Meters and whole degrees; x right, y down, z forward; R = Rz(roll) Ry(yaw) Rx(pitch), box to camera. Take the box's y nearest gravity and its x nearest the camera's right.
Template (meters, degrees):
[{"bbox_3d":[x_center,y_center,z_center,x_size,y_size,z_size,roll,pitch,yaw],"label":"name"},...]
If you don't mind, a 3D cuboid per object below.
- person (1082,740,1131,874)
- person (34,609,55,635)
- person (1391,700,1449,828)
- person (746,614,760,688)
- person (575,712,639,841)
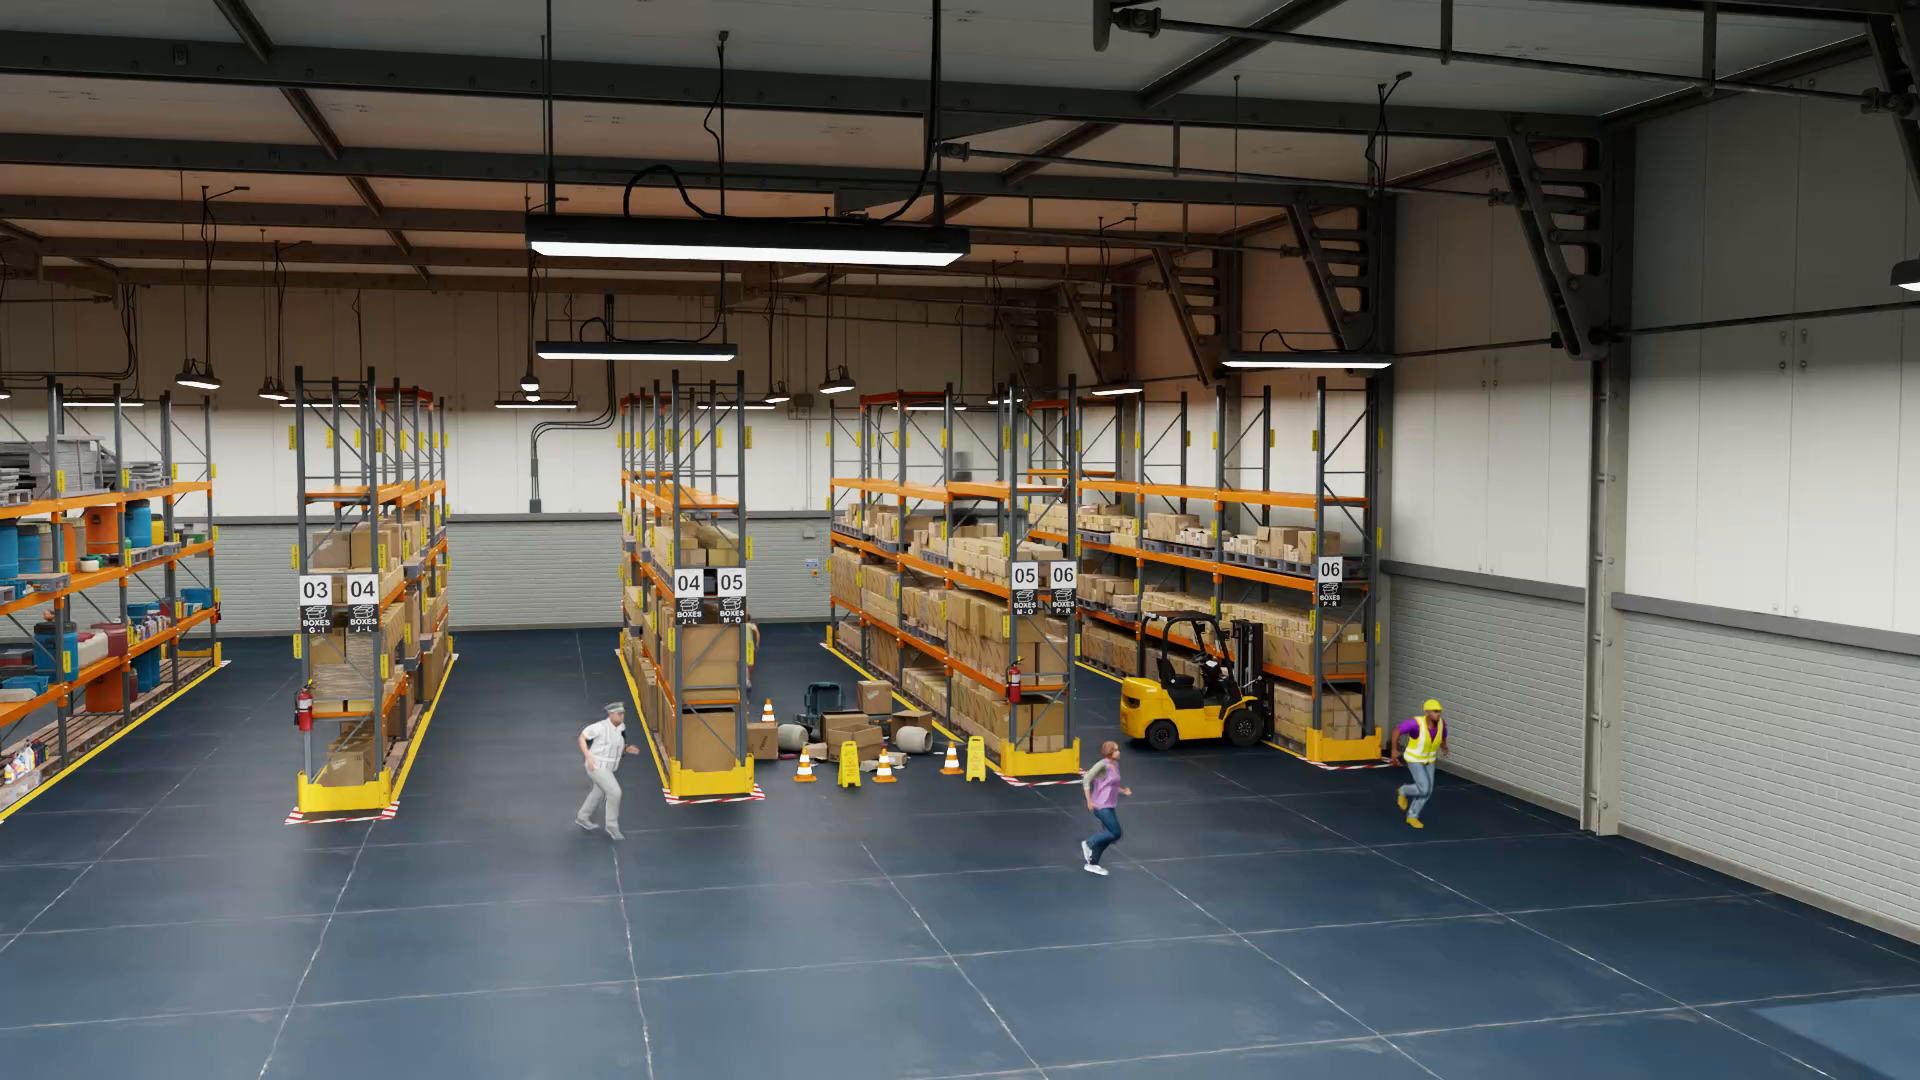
[{"bbox_3d":[1.690,3.086,19.152,0.561,1.552,0.498,2,4,29],"label":"person"},{"bbox_3d":[-18.176,2.220,33.251,0.606,1.686,0.802,0,3,-7],"label":"person"},{"bbox_3d":[5.989,2.886,21.562,0.689,1.686,0.737,-2,4,-27],"label":"person"},{"bbox_3d":[-4.340,2.272,33.530,0.584,1.523,1.031,0,3,-2],"label":"person"},{"bbox_3d":[-4.523,2.929,21.032,0.917,1.738,0.677,1,4,24],"label":"person"}]
